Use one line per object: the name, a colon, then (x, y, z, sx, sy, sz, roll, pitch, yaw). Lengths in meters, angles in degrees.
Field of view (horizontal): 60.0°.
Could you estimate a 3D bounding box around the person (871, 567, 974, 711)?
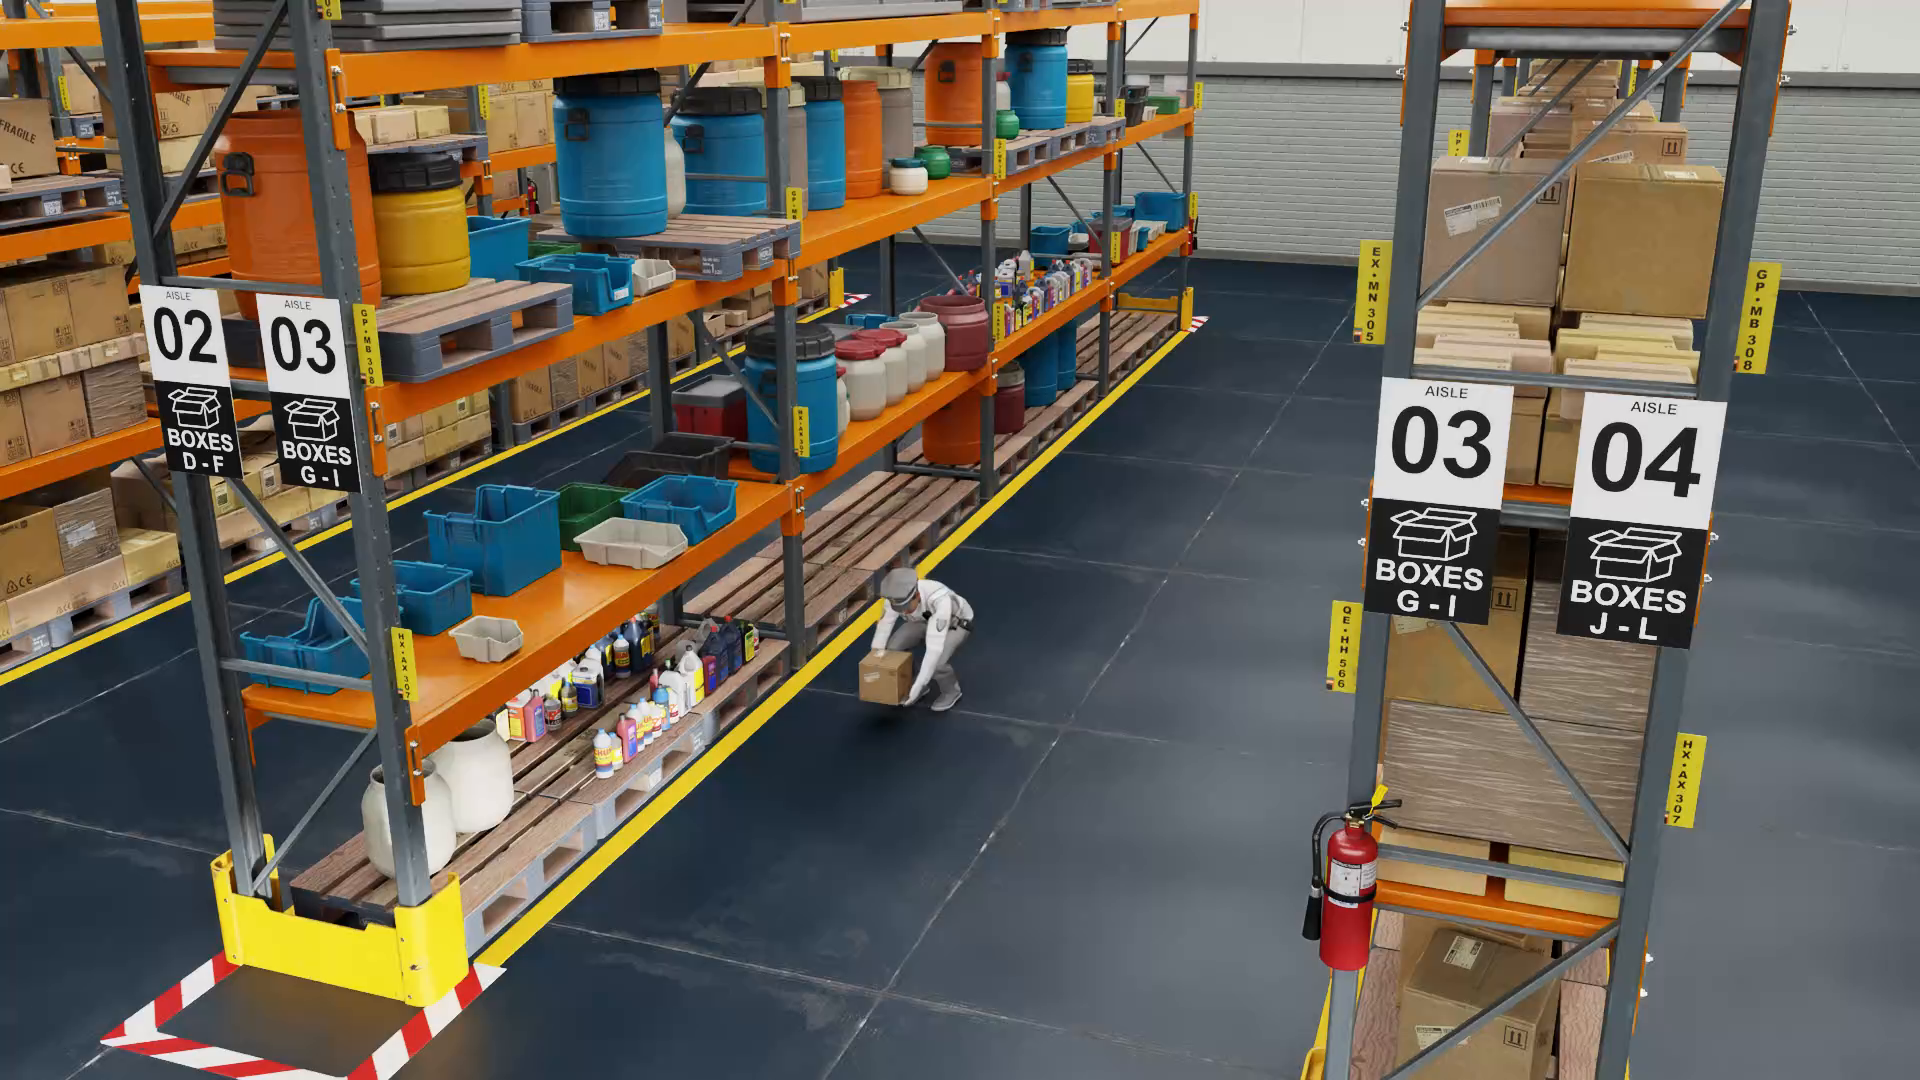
person: (-0.221, 0.584, 10.378, 0.488, 1.006, 0.820, 12, 22, 32)
